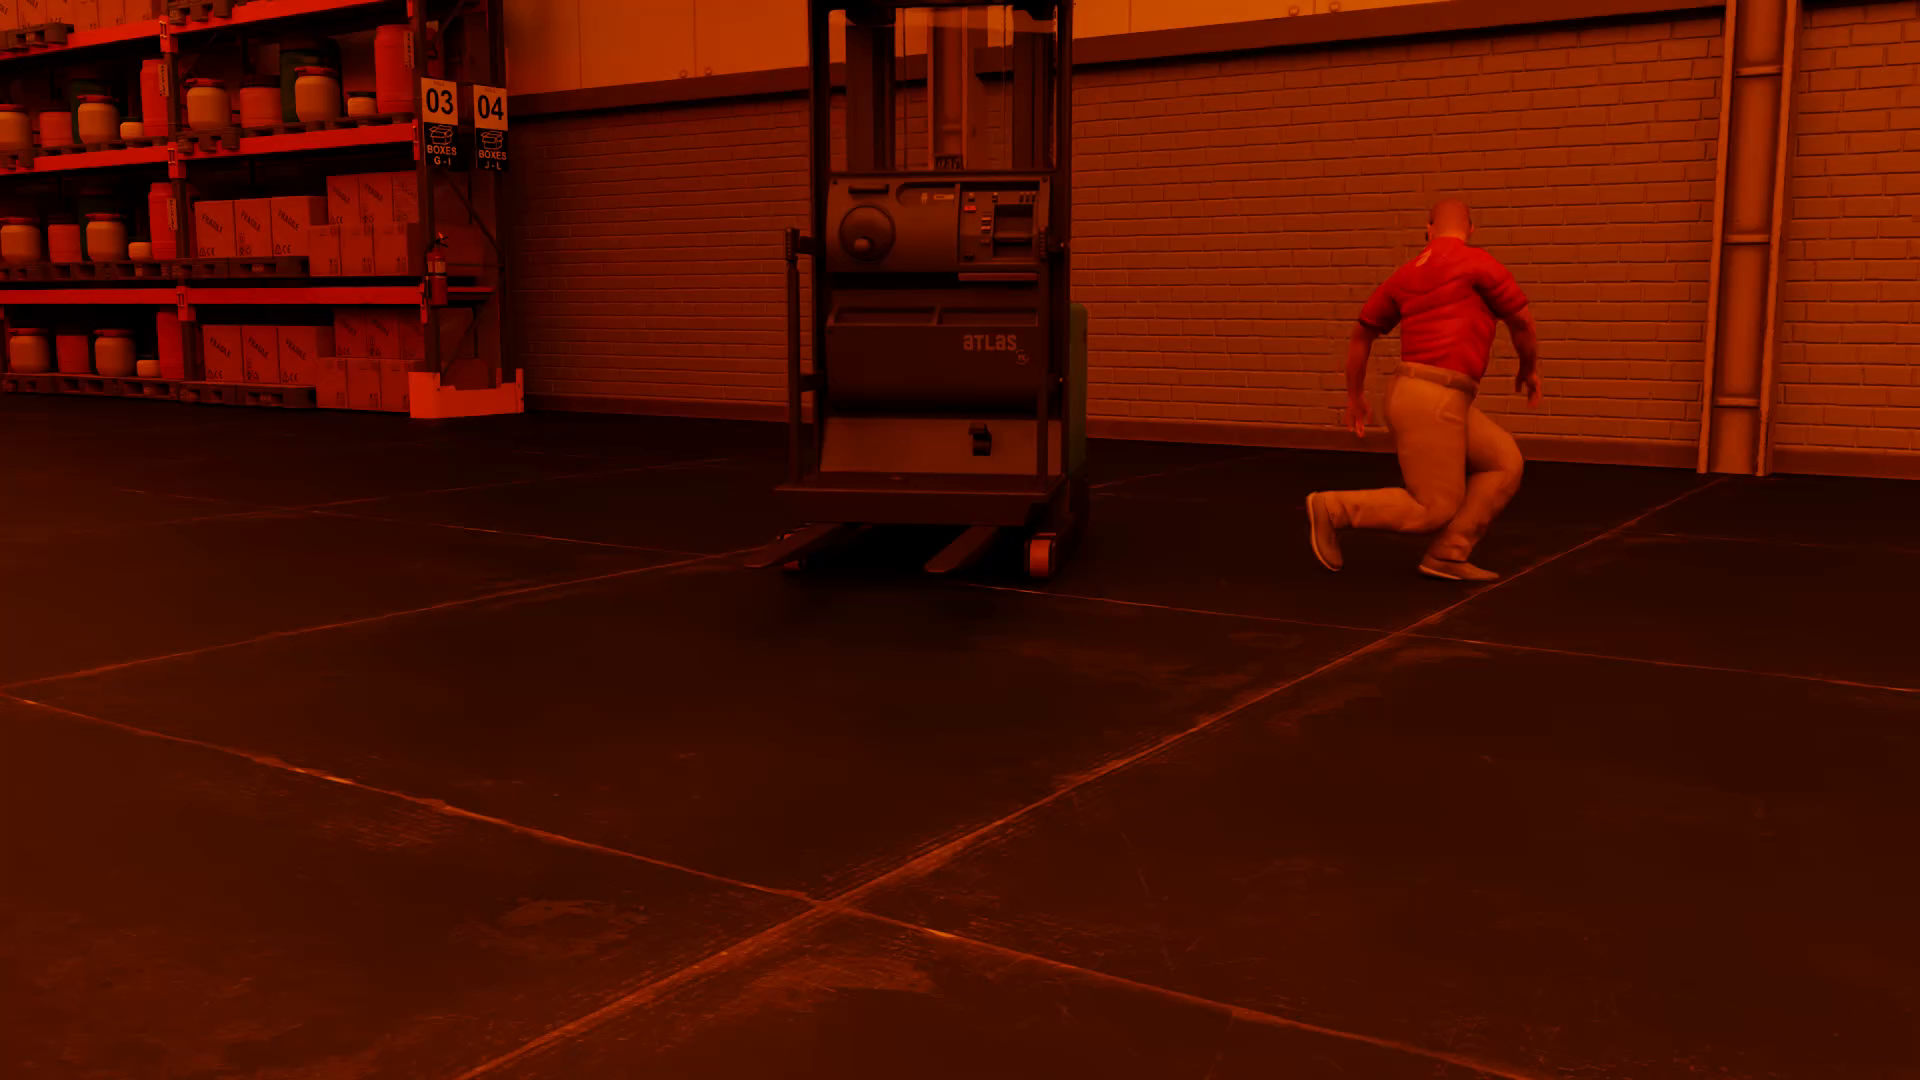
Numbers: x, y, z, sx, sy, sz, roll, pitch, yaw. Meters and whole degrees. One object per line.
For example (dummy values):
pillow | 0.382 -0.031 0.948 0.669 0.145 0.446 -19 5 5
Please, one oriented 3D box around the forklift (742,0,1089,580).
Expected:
forklift | -0.125 -1.347 6.666 1.130 2.935 3.031 1 8 9

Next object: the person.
person | 1.818 -0.573 6.508 0.897 1.510 0.636 1 8 4
